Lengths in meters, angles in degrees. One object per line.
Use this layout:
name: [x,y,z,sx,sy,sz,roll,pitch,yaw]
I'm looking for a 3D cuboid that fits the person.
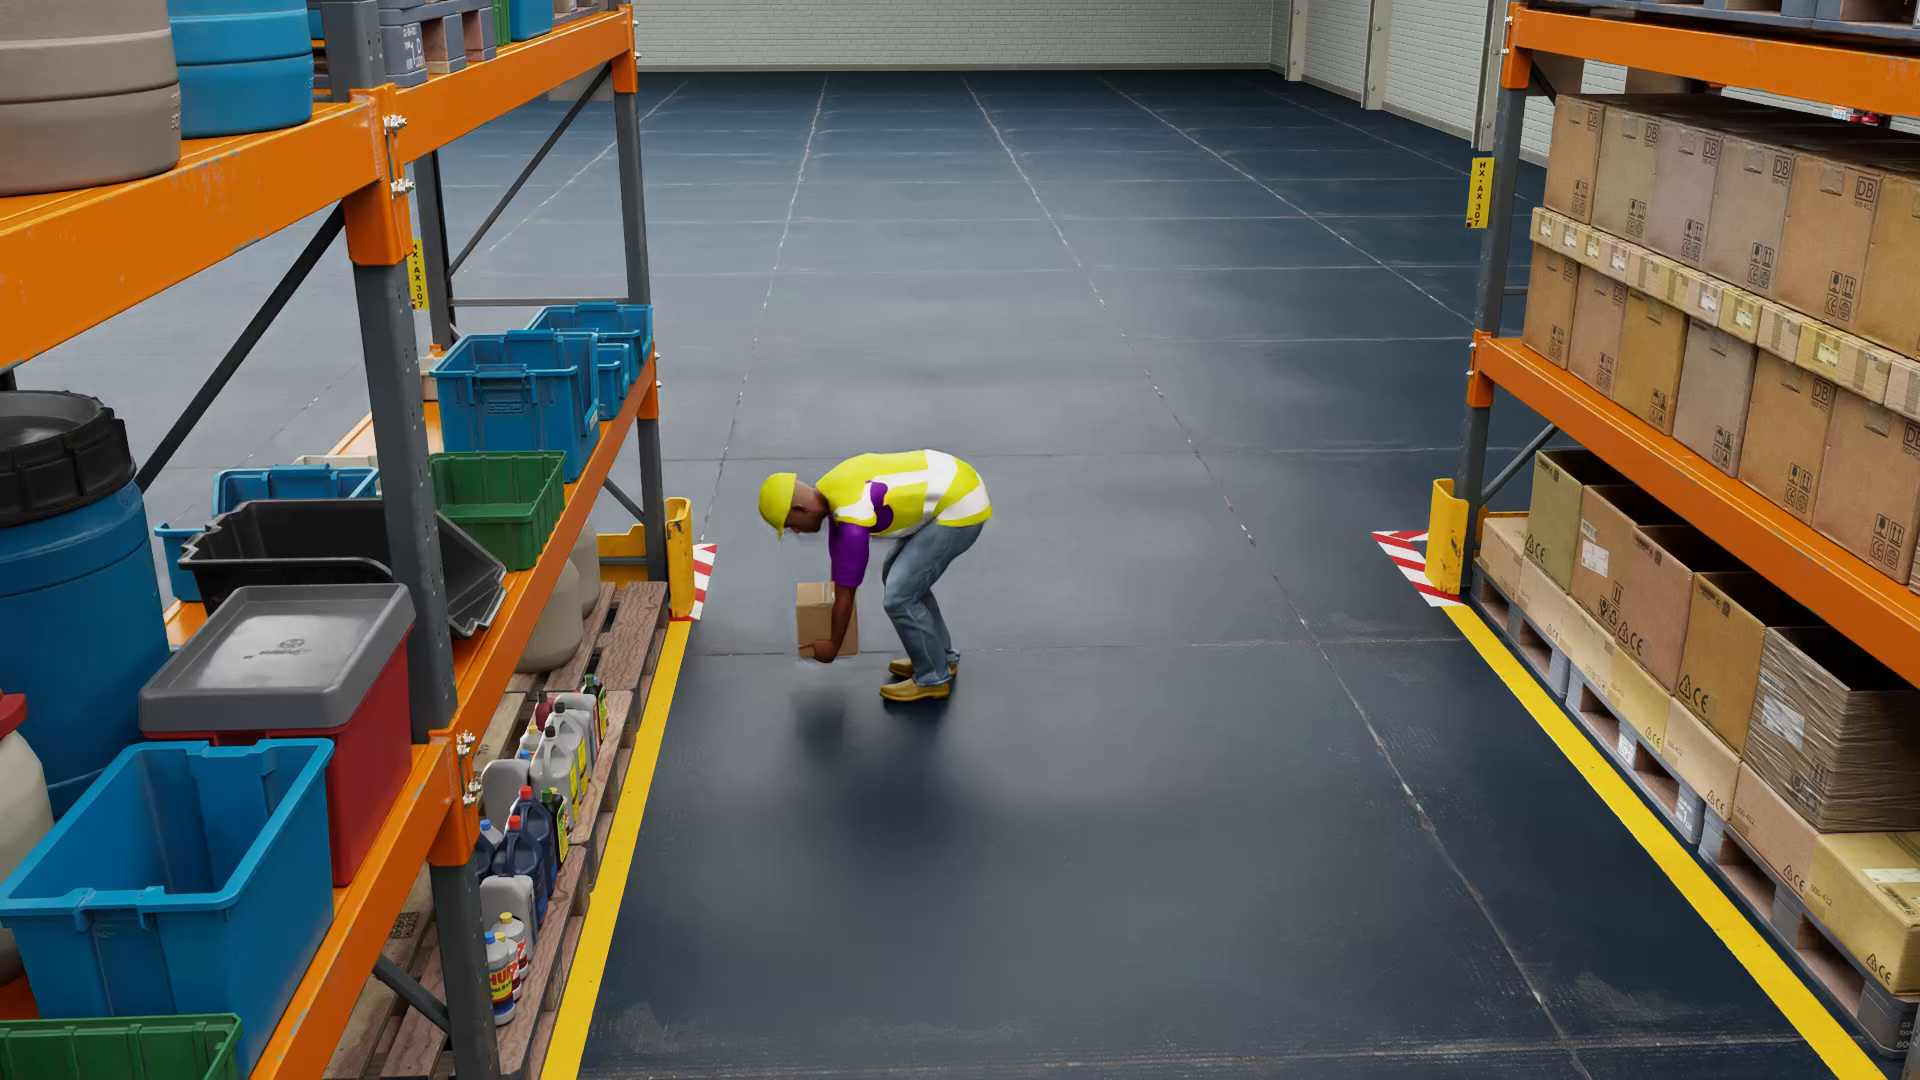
person: [-0.172,-0.179,7.024,0.532,1.769,0.553,-1,20,-4]
